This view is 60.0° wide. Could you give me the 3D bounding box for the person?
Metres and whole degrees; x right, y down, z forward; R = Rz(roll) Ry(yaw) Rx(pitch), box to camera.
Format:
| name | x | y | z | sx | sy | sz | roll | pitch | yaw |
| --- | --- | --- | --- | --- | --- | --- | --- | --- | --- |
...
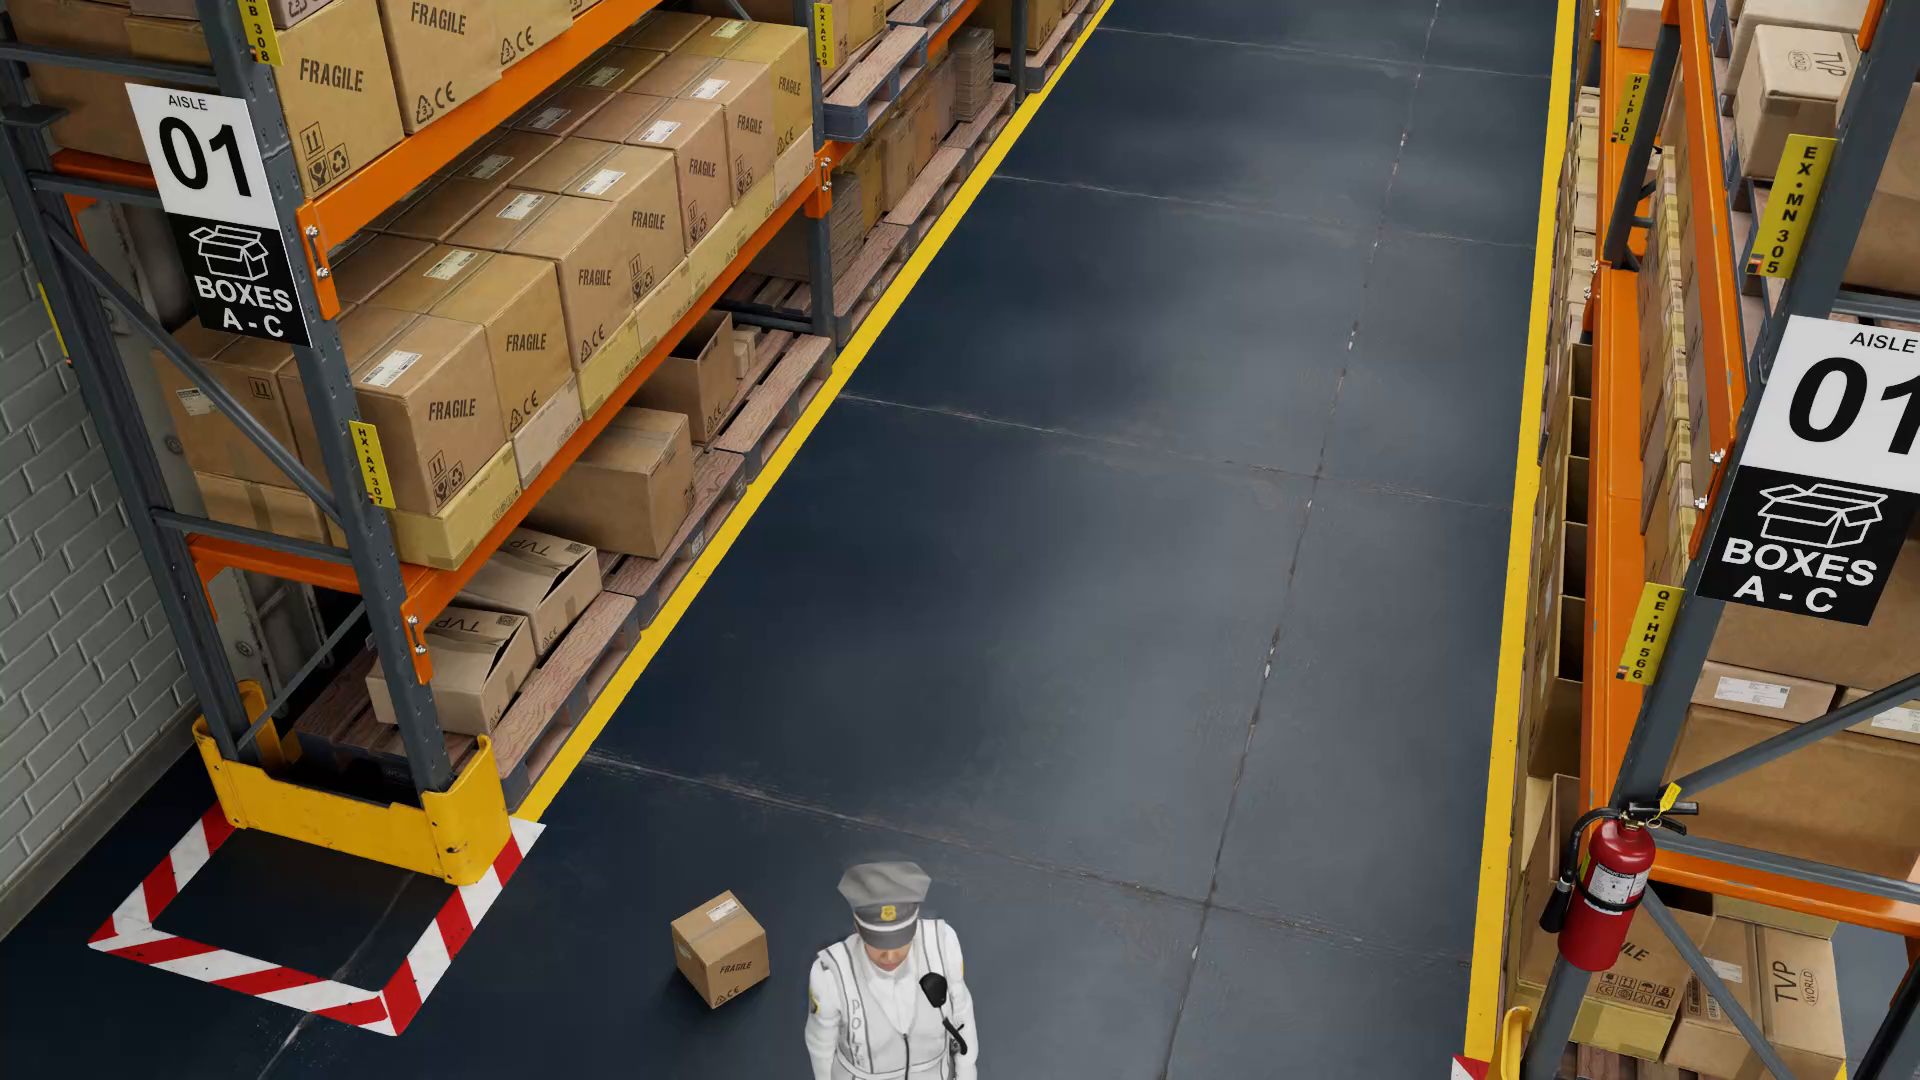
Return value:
| name | x | y | z | sx | sy | sz | roll | pitch | yaw |
| --- | --- | --- | --- | --- | --- | --- | --- | --- | --- |
| person | -0.176 | 1.211 | 4.569 | 0.367 | 0.828 | 0.329 | -13 | 39 | -17 |
